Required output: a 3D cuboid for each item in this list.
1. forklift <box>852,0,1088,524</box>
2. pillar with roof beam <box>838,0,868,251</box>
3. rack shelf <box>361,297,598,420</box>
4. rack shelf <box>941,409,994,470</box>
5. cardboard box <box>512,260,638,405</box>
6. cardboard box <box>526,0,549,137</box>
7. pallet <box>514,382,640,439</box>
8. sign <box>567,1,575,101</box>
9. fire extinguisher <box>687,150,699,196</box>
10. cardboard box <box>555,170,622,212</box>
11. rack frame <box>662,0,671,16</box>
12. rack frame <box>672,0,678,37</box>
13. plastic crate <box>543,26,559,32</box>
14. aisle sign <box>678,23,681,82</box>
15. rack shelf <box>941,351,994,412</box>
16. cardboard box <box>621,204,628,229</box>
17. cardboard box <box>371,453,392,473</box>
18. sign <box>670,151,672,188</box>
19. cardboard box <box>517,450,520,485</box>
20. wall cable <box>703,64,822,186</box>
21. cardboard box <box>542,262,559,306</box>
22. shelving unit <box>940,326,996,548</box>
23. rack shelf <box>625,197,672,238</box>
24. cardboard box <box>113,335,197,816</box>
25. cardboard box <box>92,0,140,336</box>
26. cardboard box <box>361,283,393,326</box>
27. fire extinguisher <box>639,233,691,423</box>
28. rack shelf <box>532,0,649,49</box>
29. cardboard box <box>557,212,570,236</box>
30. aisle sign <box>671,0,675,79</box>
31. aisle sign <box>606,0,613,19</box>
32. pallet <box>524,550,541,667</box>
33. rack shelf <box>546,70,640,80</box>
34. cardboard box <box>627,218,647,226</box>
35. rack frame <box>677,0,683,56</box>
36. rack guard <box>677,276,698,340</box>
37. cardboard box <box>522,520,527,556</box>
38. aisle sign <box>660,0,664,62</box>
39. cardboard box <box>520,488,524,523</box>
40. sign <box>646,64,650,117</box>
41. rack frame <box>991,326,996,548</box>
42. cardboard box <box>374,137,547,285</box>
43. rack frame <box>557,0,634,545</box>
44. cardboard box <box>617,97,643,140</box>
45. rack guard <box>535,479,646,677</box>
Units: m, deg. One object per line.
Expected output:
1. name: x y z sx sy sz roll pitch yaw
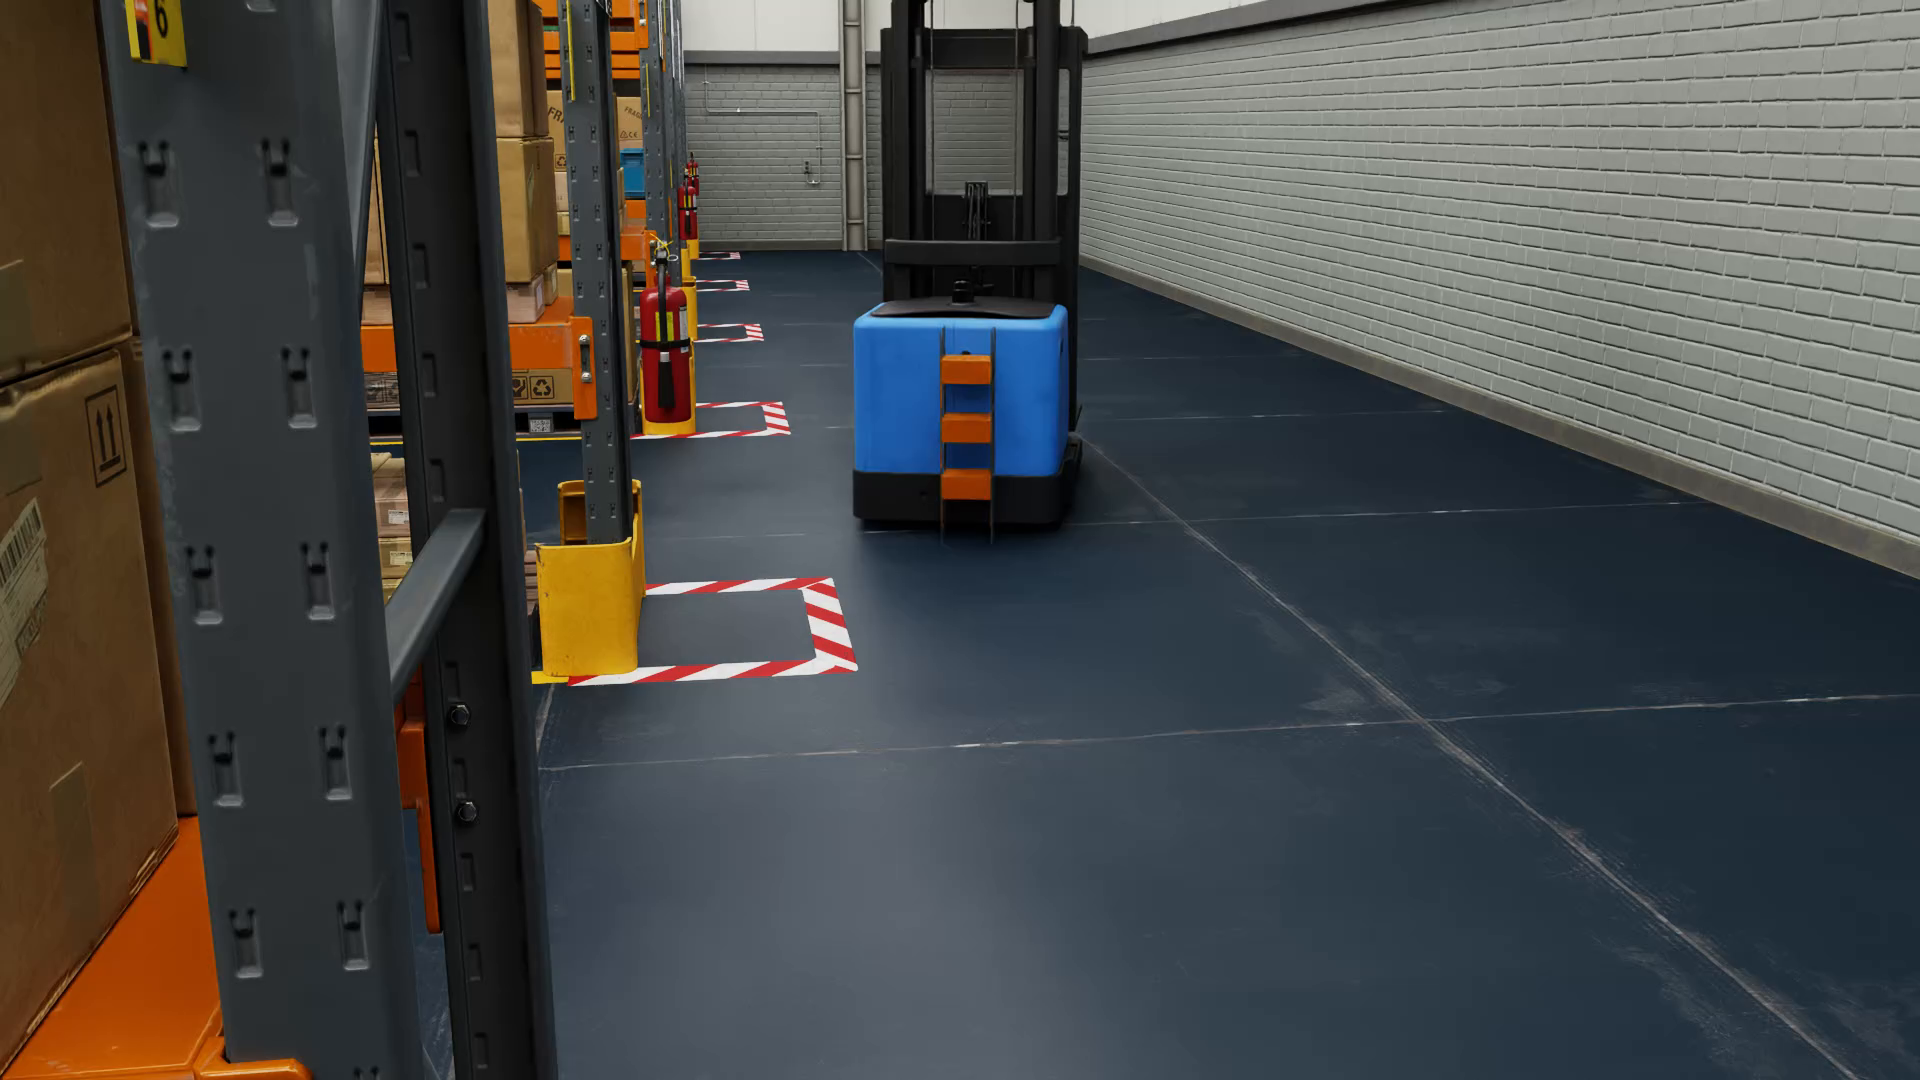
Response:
1. forklift: 0.143 -1.809 9.409 1.130 2.935 3.031 2 14 6
2. pillar with roof beam: -1.065 -8.043 21.794 0.400 9.000 9.100 -2 14 -8
3. rack shelf: -3.372 -0.670 6.207 4.000 0.370 1.077 -2 14 -8
4. rack shelf: 0.038 -0.489 8.054 0.240 0.259 0.215 1 14 5
5. cardboard box: -2.655 -1.419 11.218 0.875 0.875 0.875 -2 14 -8
6. cardboard box: -1.878 -1.817 6.428 0.500 0.500 0.500 -2 14 -9
7. pallet: -2.813 -0.888 11.329 1.213 0.211 1.003 -2 14 -8
8. sign: -1.332 -1.672 5.694 0.005 0.325 0.100 -2 14 -8
9. fire extinguisher: -4.030 -5.539 25.067 0.183 0.674 0.296 -2 14 -8
10. cardboard box: -2.473 -2.279 10.838 0.500 0.250 0.500 -2 14 -9
11. rack frame: -2.772 -6.390 15.201 0.127 3.000 1.000 -2 14 -8
12. rack frame: -3.506 -7.581 19.953 0.127 3.000 1.000 -2 14 -8
13. plastic crate: -3.704 -4.727 15.175 0.336 0.188 0.450 -2 14 -8
14. aisle sign: -3.482 -6.005 20.658 0.004 0.787 0.394 -2 14 -8
15. rack shelf: 0.038 -0.764 7.985 0.240 0.259 0.215 1 14 5
16. cardboard box: -2.434 -2.233 11.476 0.250 0.149 0.380 -2 14 -8
17. cardboard box: -2.486 -0.247 6.813 0.250 0.149 0.380 -2 14 -8
18. sign: -2.674 -3.427 15.386 0.005 0.325 0.100 -2 14 -8
19. cardboard box: -1.963 -0.264 6.882 0.250 0.149 0.380 -3 14 -11
20. wall cable: -3.122 -6.630 26.402 1.851 1.984 0.084 -2 14 -8
21. cardboard box: -1.764 -1.037 6.706 0.250 0.149 0.380 -2 14 -9
22. shelving unit: 0.038 -0.499 8.052 0.252 1.050 0.215 1 14 5
23. rack shelf: -4.749 -3.058 15.729 4.000 0.370 1.077 -2 14 -8
24. cardboard box: -1.075 -0.005 1.869 0.500 0.500 0.500 -2 14 -9
25. cardboard box: -1.074 -0.489 1.745 0.500 0.500 0.500 -2 14 -10
26. cardboard box: -2.172 -0.877 6.070 0.250 0.149 0.380 -2 14 -9
27. fire extinguisher: -1.077 -0.771 6.057 0.183 0.674 0.296 -2 14 -8
28. rack shelf: -4.011 -3.322 10.614 4.000 0.370 1.077 -2 14 -8
29. cardboard box: -2.594 -2.065 10.804 0.250 0.149 0.380 -2 14 -8
30. aisle sign: -2.745 -4.815 15.910 0.004 0.787 0.394 -2 14 -8
31. aisle sign: -1.367 -2.427 6.390 0.004 0.787 0.394 -2 14 -8
32. pallet: -2.278 0.285 6.653 1.213 0.211 1.003 -2 14 -8
33. rack shelf: -6.225 -6.896 24.867 4.000 0.370 1.077 -2 14 -8
34. cardboard box: -4.925 -4.805 25.489 0.500 0.500 0.700 -2 14 -8
35. rack frame: -4.247 -8.773 24.703 0.127 3.000 1.000 -2 14 -8
36. rack guard: -2.750 -2.271 16.251 0.348 0.500 1.175 -2 14 -8
37. cardboard box: -1.961 0.029 6.935 0.250 0.149 0.380 -2 14 -7
38. aisle sign: -2.007 -3.624 11.162 0.004 0.787 0.394 -2 14 -8
39. cardboard box: -1.951 -0.100 6.838 0.250 0.149 0.380 -1 14 -6
40. sign: -1.967 -2.834 10.488 0.005 0.325 0.100 -2 14 -8
41. rack frame: 0.160 -0.496 8.041 0.008 1.050 0.200 1 14 5
42. cardboard box: -1.801 -1.206 6.048 0.500 0.500 0.500 -2 14 -7
43. rack frame: -1.395 -1.092 6.408 0.127 3.000 1.000 -2 14 -8
44. cardboard box: -3.905 -5.123 20.220 0.500 0.500 0.500 -2 14 -9
45. rack guard: -1.470 0.124 6.701 0.348 0.500 1.175 -2 14 -8
